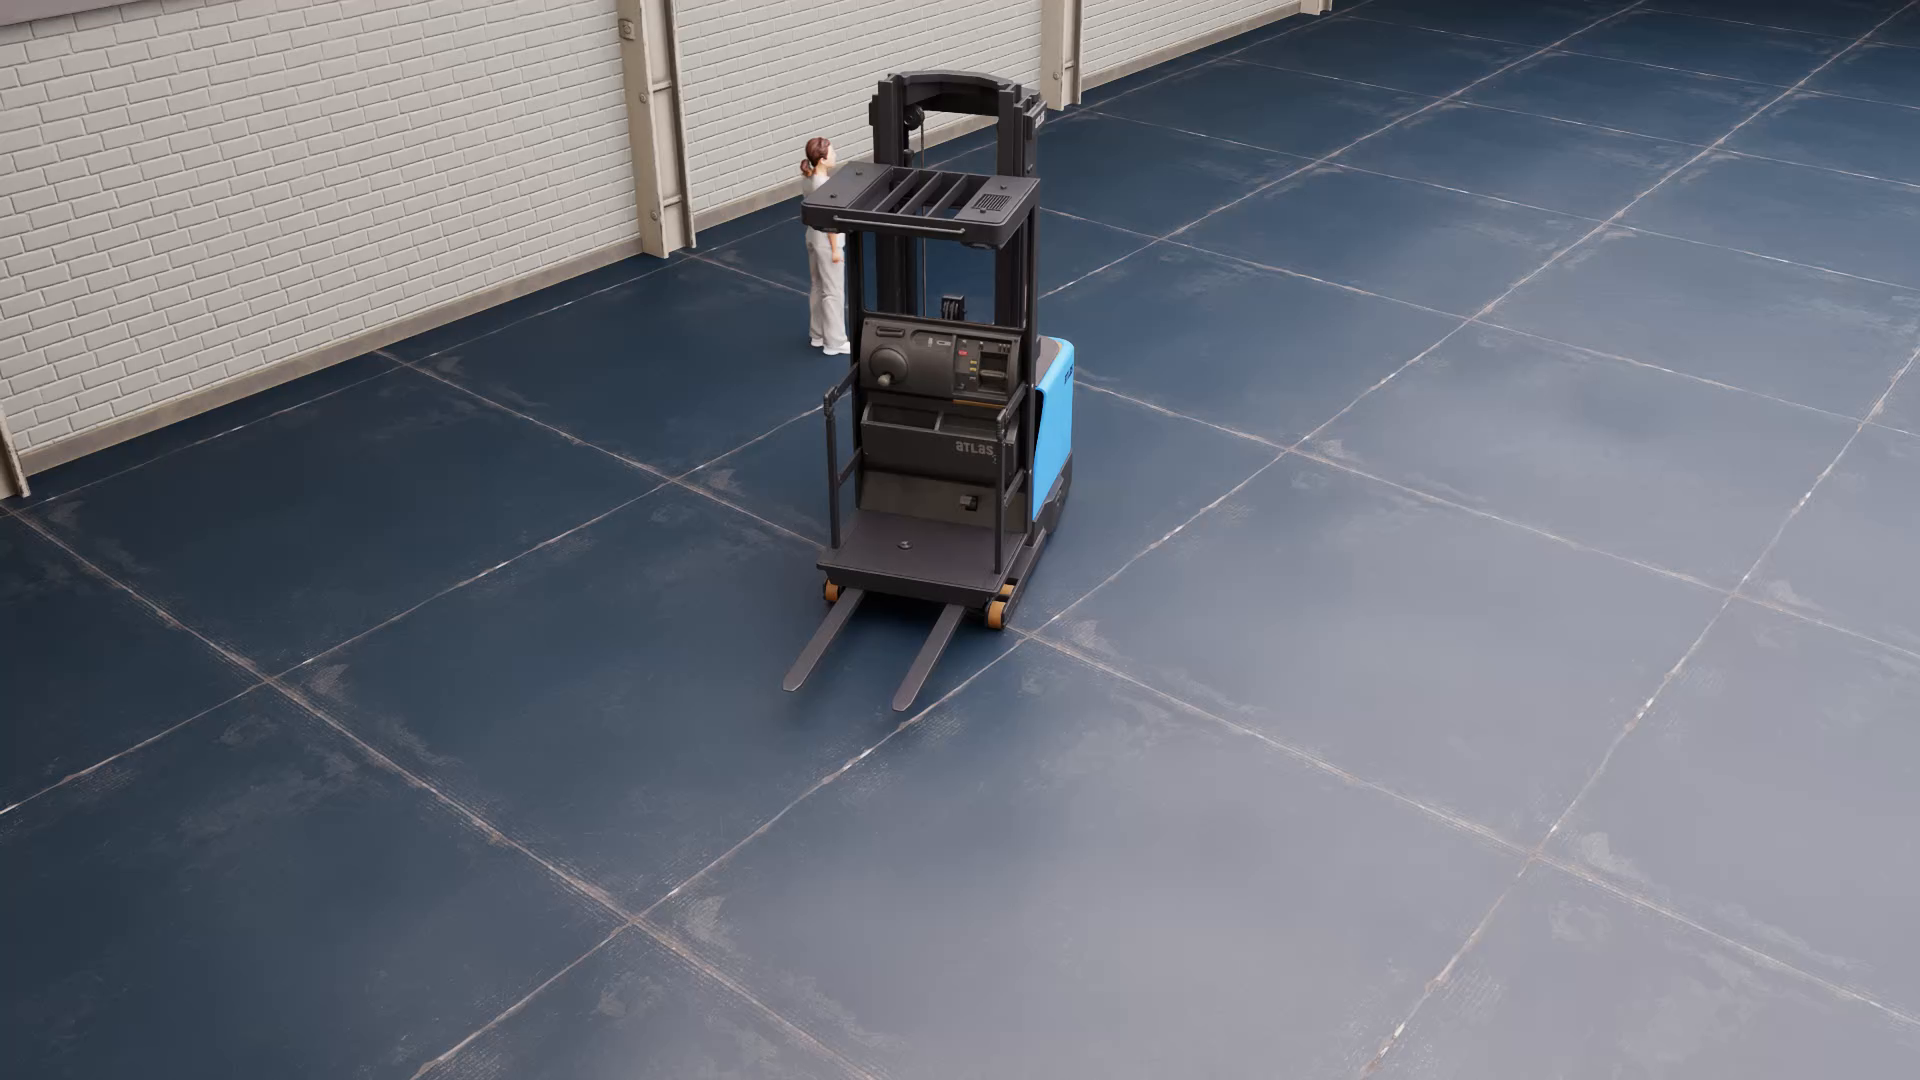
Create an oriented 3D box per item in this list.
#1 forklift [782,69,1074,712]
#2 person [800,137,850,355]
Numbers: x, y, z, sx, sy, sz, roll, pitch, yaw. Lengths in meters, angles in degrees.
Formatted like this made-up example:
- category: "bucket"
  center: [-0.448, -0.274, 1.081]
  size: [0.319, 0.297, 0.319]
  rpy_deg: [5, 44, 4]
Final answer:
- category: "forklift"
  center: [-0.176, -0.972, 9.258]
  size: [1.130, 2.935, 3.031]
  rpy_deg: [9, 31, 14]
- category: "person"
  center: [-1.018, -2.250, 12.695]
  size: [0.375, 1.671, 0.434]
  rpy_deg: [-15, 34, -24]
